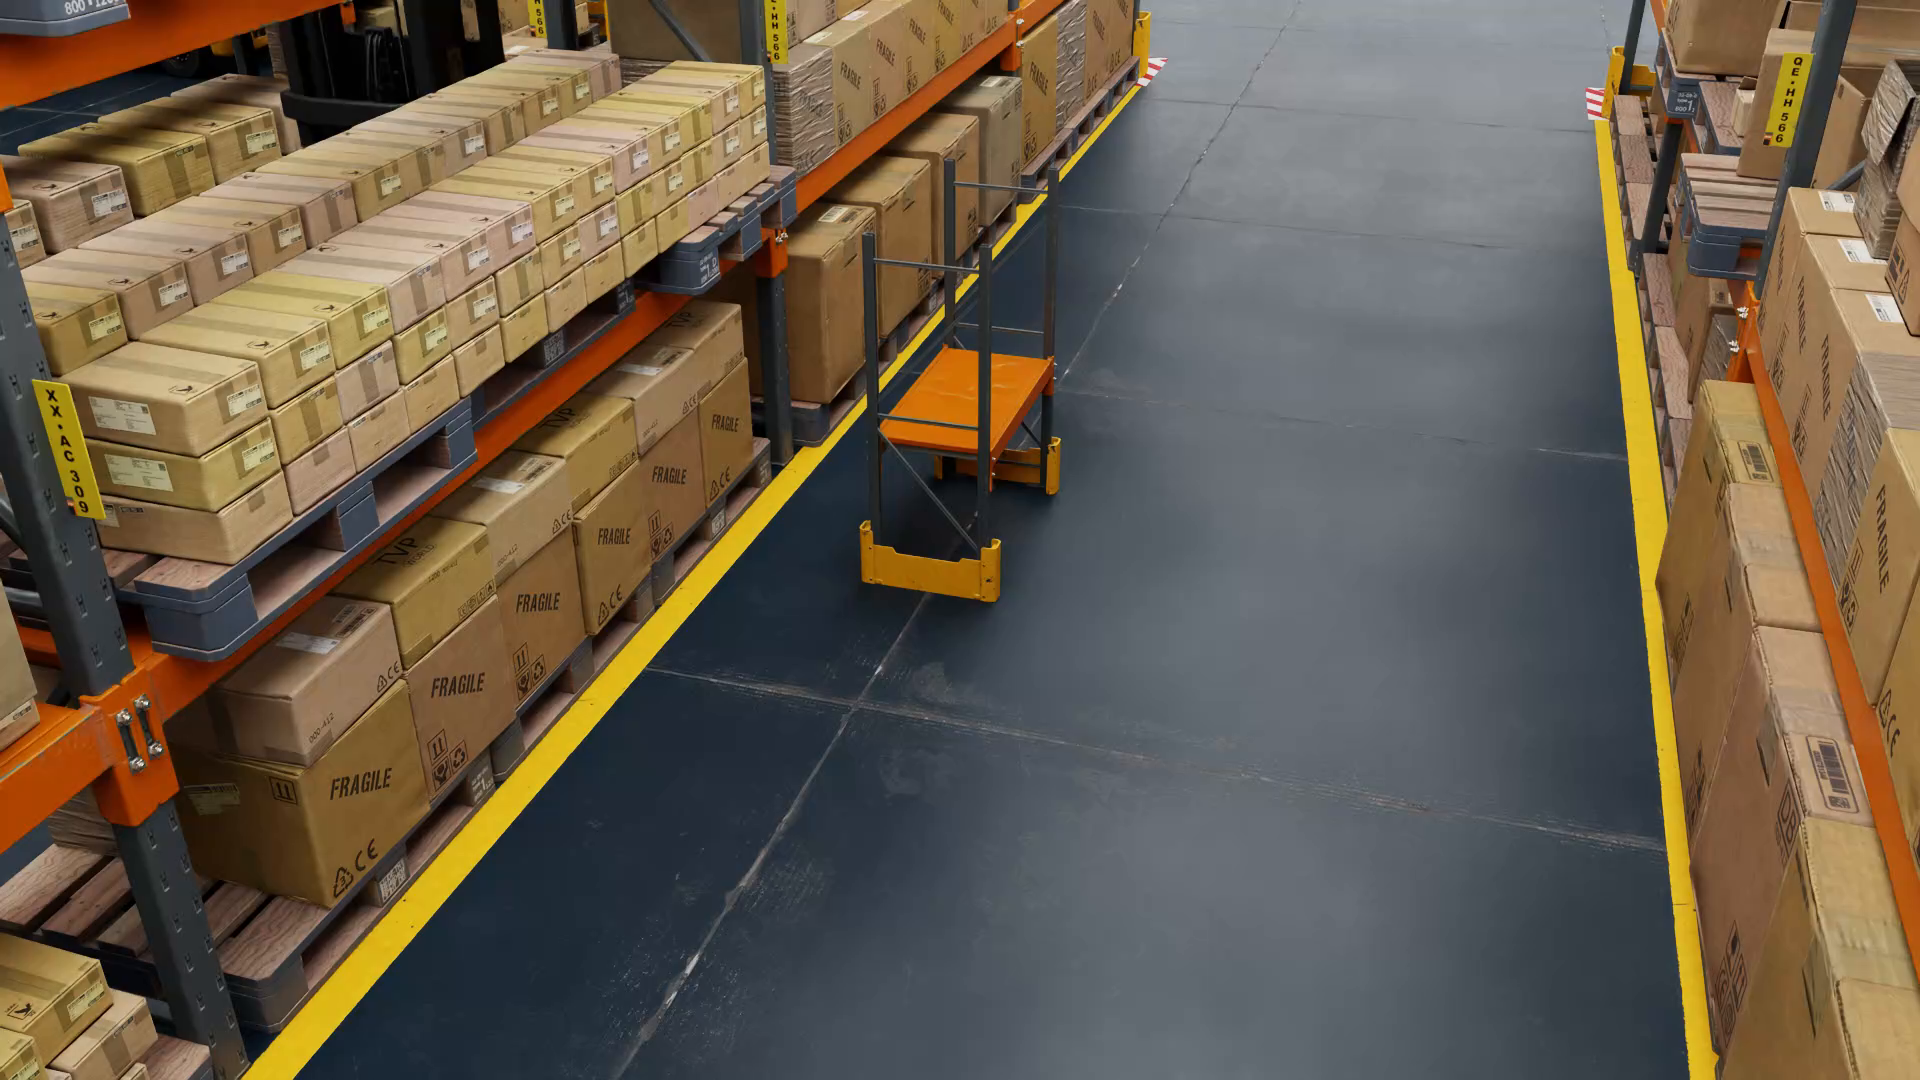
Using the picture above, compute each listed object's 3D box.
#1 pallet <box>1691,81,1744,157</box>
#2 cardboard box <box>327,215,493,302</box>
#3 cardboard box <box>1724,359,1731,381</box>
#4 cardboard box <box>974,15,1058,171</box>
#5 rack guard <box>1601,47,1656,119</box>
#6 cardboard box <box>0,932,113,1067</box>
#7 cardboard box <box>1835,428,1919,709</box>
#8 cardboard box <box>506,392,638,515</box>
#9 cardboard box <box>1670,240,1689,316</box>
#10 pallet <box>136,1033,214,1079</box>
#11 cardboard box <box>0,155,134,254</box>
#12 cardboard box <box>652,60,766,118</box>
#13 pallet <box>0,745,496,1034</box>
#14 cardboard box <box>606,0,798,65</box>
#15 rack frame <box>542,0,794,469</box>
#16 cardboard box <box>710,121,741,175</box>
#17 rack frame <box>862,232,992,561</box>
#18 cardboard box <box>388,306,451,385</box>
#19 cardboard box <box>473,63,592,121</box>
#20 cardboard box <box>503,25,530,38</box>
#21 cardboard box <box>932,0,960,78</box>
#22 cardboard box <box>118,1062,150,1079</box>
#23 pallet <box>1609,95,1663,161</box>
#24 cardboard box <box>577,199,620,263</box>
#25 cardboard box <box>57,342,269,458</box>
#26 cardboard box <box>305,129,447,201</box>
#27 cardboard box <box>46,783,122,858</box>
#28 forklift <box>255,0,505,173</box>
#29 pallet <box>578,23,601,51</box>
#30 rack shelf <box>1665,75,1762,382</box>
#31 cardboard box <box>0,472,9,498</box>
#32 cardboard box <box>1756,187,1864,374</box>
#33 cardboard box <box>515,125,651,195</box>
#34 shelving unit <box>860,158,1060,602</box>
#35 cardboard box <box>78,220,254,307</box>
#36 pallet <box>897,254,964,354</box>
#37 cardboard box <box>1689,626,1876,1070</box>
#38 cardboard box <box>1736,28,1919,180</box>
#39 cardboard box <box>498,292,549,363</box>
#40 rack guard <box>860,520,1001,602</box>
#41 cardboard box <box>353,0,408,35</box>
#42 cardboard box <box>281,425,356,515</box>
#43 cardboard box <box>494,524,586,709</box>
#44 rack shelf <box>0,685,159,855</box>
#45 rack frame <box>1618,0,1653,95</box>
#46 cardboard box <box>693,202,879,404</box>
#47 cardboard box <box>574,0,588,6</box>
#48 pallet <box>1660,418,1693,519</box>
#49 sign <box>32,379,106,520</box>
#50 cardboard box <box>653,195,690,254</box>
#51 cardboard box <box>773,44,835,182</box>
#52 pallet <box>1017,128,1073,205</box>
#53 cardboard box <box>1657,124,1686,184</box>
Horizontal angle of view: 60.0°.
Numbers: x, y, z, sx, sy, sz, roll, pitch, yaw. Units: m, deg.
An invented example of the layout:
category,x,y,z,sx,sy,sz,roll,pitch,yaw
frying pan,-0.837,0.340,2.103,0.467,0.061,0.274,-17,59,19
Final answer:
category,x,y,z,sx,sy,sz,roll,pitch,yaw
pallet,3.964,-1.836,7.662,1.003,0.211,1.213,8,30,15
cardboard box,-1.604,-0.825,4.862,0.380,0.149,0.250,8,30,14
cardboard box,3.600,-0.408,7.017,0.700,0.500,0.500,7,30,12
cardboard box,0.136,-3.145,11.571,0.875,0.875,0.875,9,30,16
rack guard,5.748,-3.584,13.178,1.175,0.500,0.348,8,30,15
cardboard box,-2.319,1.115,4.049,0.380,0.149,0.250,9,30,16
cardboard box,2.423,0.092,3.896,0.500,0.500,0.500,8,30,14
cardboard box,-1.542,-0.342,6.147,0.500,0.250,0.500,9,30,16
cardboard box,4.238,-1.452,8.892,0.700,0.500,0.500,8,30,15
pallet,-2.627,1.646,4.074,1.003,0.211,1.213,8,30,15
cardboard box,-5.667,-2.048,10.118,0.950,0.372,0.625,8,30,14
cardboard box,-0.995,-1.789,6.595,0.380,0.149,0.250,7,30,13
pallet,-2.237,0.967,5.295,1.003,0.211,1.213,8,30,15
cardboard box,-1.148,-2.437,7.413,0.700,0.500,0.500,8,30,15
rack frame,-1.290,-1.749,7.308,1.000,3.000,0.127,8,30,15
cardboard box,-1.076,-1.534,6.442,0.380,0.149,0.250,10,31,17
rack frame,-0.124,-0.459,6.532,0.500,1.500,0.032,8,30,15
cardboard box,-1.683,-0.573,4.714,0.380,0.149,0.250,7,30,13
cardboard box,-1.687,-1.770,6.561,0.380,0.149,0.250,8,30,14
cardboard box,-3.991,-4.210,14.129,0.500,0.250,0.500,7,30,13
cardboard box,-0.310,-2.901,9.276,0.500,0.500,0.500,9,30,15
cardboard box,-2.253,1.403,4.142,0.380,0.149,0.250,9,30,16
pallet,5.476,-3.085,12.579,1.003,0.211,1.213,8,30,15
cardboard box,-1.376,-1.058,5.587,0.380,0.149,0.250,9,30,16
cardboard box,-1.908,-0.341,3.992,0.380,0.149,0.250,10,31,17
cardboard box,-1.995,-1.284,5.687,0.380,0.149,0.250,9,30,16
cardboard box,-2.487,0.639,5.155,0.500,0.500,0.500,8,30,14
forklift,-2.833,-2.622,8.948,1.130,2.935,3.031,7,30,13
pallet,-3.998,-4.499,15.121,1.003,0.211,1.213,8,30,15
rack shelf,4.009,-1.609,7.797,1.077,0.370,4.000,8,30,15
cardboard box,-2.536,-0.176,4.308,0.380,0.149,0.250,8,30,14
cardboard box,3.020,-0.851,5.591,0.500,0.500,0.500,9,30,16
cardboard box,-1.299,-1.315,5.743,0.380,0.149,0.250,9,30,15
shelving unit,0.022,-0.691,6.949,0.587,1.500,1.083,8,30,15
cardboard box,-2.300,-0.805,4.825,0.380,0.149,0.250,8,30,15
pallet,-0.626,-1.451,9.641,1.003,0.211,1.213,8,30,15
cardboard box,2.678,0.894,4.311,1.225,0.875,0.875,7,30,13
cardboard box,3.611,-1.752,6.778,0.700,0.500,0.500,13,32,22
cardboard box,-1.530,-0.689,5.229,0.380,0.149,0.250,8,30,14
rack guard,-0.124,0.087,6.837,0.587,0.250,0.087,8,30,15
cardboard box,-4.446,-3.812,12.642,0.500,0.500,0.500,10,31,17
cardboard box,-1.833,-0.211,4.370,0.380,0.149,0.250,9,30,16
cardboard box,-1.699,0.222,5.905,0.500,0.500,0.500,9,30,16
rack shelf,-3.051,1.354,2.470,1.077,0.370,4.000,8,30,15
rack frame,5.770,-4.712,12.634,1.000,3.000,0.127,8,30,15
cardboard box,-1.025,-1.219,8.238,1.050,0.750,0.750,8,30,14
cardboard box,-3.689,-5.026,14.824,0.500,0.500,0.500,9,30,15
pallet,3.653,-0.138,7.282,1.003,0.211,1.213,8,30,15
sign,-1.943,-0.194,3.623,0.100,0.325,0.005,8,30,15
cardboard box,-1.221,-1.178,6.108,0.380,0.149,0.250,8,30,14
cardboard box,-0.900,-1.962,7.589,0.500,0.500,0.500,9,30,15
pallet,0.183,-2.731,11.943,1.003,0.211,1.213,8,30,15
cardboard box,5.020,-2.691,11.141,0.500,0.500,0.500,6,30,10
